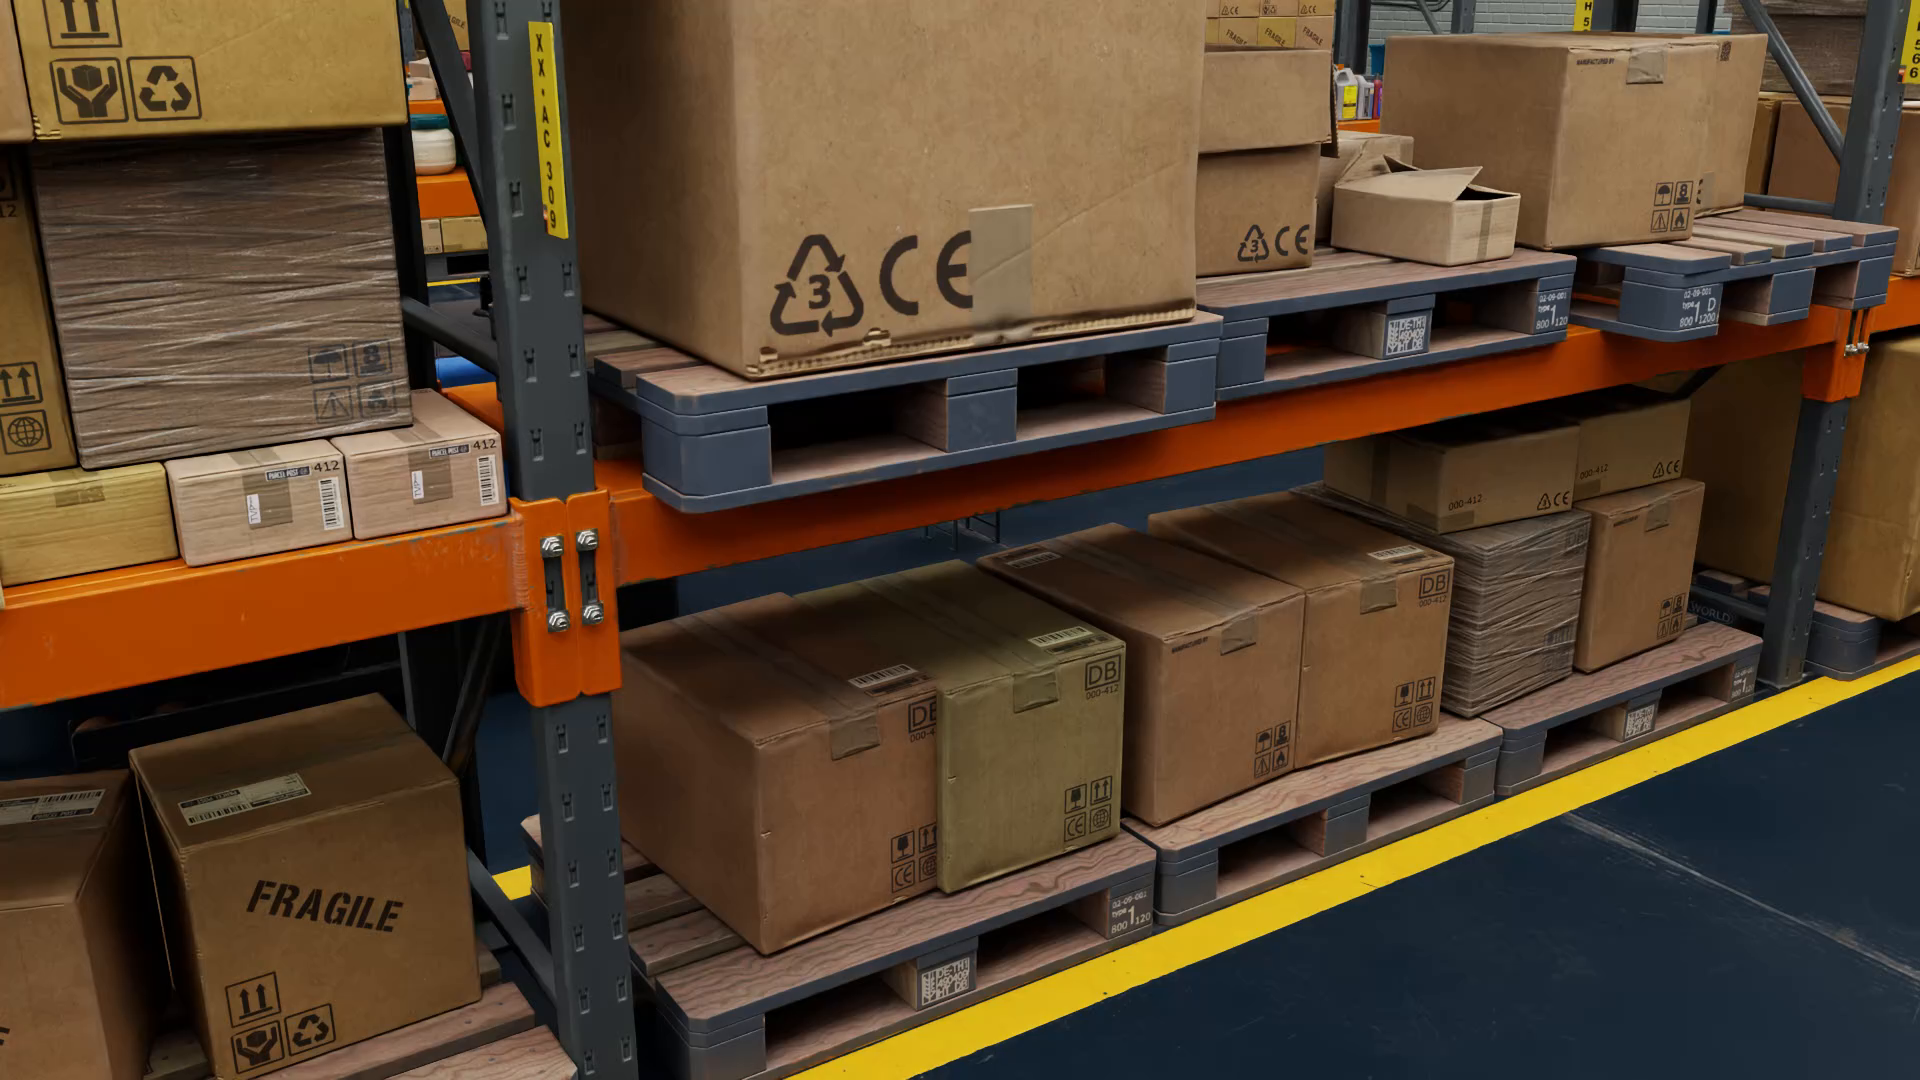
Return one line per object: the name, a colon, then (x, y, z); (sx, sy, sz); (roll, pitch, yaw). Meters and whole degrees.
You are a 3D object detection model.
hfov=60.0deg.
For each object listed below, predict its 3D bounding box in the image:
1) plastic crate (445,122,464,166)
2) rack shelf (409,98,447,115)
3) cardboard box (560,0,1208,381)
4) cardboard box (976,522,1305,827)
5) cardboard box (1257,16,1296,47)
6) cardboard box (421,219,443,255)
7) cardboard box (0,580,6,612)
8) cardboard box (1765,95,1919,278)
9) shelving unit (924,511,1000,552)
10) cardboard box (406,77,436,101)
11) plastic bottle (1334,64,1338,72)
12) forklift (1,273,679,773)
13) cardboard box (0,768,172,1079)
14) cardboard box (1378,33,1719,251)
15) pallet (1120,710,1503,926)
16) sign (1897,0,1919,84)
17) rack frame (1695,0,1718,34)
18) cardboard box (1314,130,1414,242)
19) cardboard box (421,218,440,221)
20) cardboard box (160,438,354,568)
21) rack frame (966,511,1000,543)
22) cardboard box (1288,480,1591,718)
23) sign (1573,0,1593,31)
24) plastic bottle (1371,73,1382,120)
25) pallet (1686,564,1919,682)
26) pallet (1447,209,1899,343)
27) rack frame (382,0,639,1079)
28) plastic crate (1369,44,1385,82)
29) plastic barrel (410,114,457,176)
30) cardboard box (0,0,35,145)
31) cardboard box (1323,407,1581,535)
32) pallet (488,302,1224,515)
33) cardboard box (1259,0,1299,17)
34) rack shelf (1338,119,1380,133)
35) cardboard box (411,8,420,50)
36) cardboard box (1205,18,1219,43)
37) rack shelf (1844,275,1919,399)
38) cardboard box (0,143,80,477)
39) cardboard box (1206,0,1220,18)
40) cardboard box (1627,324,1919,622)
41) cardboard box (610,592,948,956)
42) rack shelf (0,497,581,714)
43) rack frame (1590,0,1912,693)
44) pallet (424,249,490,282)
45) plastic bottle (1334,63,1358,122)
plastic crate: (-2.375, -1.981, 8.251); (0.662, 0.188, 0.450); (-12, 22, -31)
rack shelf: (-4.725, -3.036, 12.164); (4.000, 0.370, 1.077); (-12, 22, -31)
cardboard box: (-0.210, -0.960, 3.307); (1.000, 1.000, 1.000); (-12, 22, -31)
cardboard box: (0.450, 0.322, 4.326); (0.500, 0.500, 0.700); (-14, 23, -36)
cardboard box: (2.971, -4.941, 16.522); (0.500, 0.500, 0.500); (-12, 22, -31)
cardboard box: (-4.210, -2.288, 12.466); (0.500, 0.250, 0.500); (-11, 22, -30)
cardboard box: (-1.572, 0.005, 2.439); (0.250, 0.149, 0.380); (-12, 22, -31)
cardboard box: (2.946, -1.139, 5.274); (0.500, 0.500, 0.500); (-11, 22, -30)
shelving unit: (0.007, -0.428, 6.605); (0.210, 0.900, 0.258); (-12, 22, -31)
cardboard box: (-4.089, -3.370, 12.422); (0.250, 0.149, 0.380); (-10, 21, -27)
plastic bottle: (2.501, -3.102, 11.314); (0.185, 0.351, 0.144); (-12, 22, -31)
forklift: (-2.479, -0.908, 4.853); (3.031, 2.935, 1.130); (-11, 22, -30)
cardboard box: (-1.781, 0.774, 3.019); (0.500, 0.500, 0.500); (-5, 19, -14)
cardboard box: (1.550, -1.094, 4.485); (0.500, 0.500, 0.700); (-8, 20, -23)
pallet: (0.719, 0.593, 4.660); (1.213, 0.211, 1.003); (-12, 22, -31)
sign: (2.697, -1.446, 4.654); (0.005, 0.325, 0.100); (-12, 22, -31)
rack frame: (6.348, -3.813, 13.338); (0.127, 3.000, 1.000); (-12, 22, -31)
cardboard box: (0.864, -0.973, 4.517); (0.500, 0.250, 0.500); (-13, 22, -33)
cardboard box: (-4.210, -2.551, 12.370); (0.500, 0.311, 0.500); (-12, 22, -32)
cardboard box: (-1.182, -0.097, 2.740); (0.250, 0.149, 0.380); (-12, 22, -31)
rack frame: (0.092, -0.446, 6.658); (0.006, 0.900, 0.240); (-12, 22, -31)
cardboard box: (1.386, 0.122, 4.917); (0.500, 0.500, 0.700); (-14, 23, -36)
sign: (2.082, -1.775, 5.504); (0.005, 0.325, 0.100); (-12, 22, -31)
plastic bottle: (2.688, -2.844, 10.655); (0.133, 0.283, 0.061); (-12, 22, -31)
pallet: (3.090, 0.124, 6.049); (1.213, 0.211, 1.003); (-12, 22, -31)
pallet: (1.854, -0.834, 4.827); (1.003, 0.211, 1.213); (-12, 22, -31)
rack frame: (-0.950, -0.374, 3.168); (0.127, 3.000, 1.000); (-12, 22, -31)
plastic crate: (3.209, -3.302, 11.760); (0.575, 0.384, 0.392); (-12, 22, -31)
plastic barrel: (-2.485, -1.825, 7.677); (0.301, 0.262, 0.301); (0, 19, 0)
cardboard box: (-1.592, -0.795, 2.230); (0.500, 0.500, 0.500); (-12, 22, -31)
cardboard box: (1.410, -0.236, 4.804); (0.500, 0.250, 0.500); (-9, 21, -25)
pallet: (-0.232, -0.379, 3.481); (1.213, 0.211, 1.003); (-12, 22, -31)
cardboard box: (2.985, -5.418, 16.370); (0.500, 0.500, 0.500); (-11, 22, -30)
rack shelf: (1.337, -2.415, 10.328); (4.000, 0.370, 1.077); (-12, 22, -31)
cardboard box: (-5.533, -5.405, 17.396); (0.500, 0.500, 0.500); (-12, 22, -31)
cardboard box: (2.130, -4.766, 16.004); (0.500, 0.500, 0.500); (-12, 22, -32)
rack shelf: (4.061, -1.090, 6.409); (4.000, 0.370, 1.077); (-12, 22, -31)
cardboard box: (-1.797, -0.421, 2.686); (0.500, 0.500, 0.875); (-12, 22, -31)
cardboard box: (2.125, -5.235, 15.828); (0.500, 0.500, 0.500); (-11, 22, -30)
cardboard box: (2.978, -0.387, 5.868); (0.875, 0.875, 1.225); (-13, 23, -34)
cardboard box: (-0.426, 0.499, 3.800); (0.500, 0.500, 0.700); (-14, 23, -36)
rack shelf: (-2.621, 0.319, 2.241); (4.000, 0.370, 1.077); (-12, 22, -31)
rack frame: (2.390, -1.079, 5.252); (0.127, 3.000, 1.000); (-12, 22, -31)
pallet: (-3.764, -2.273, 13.140); (1.213, 0.211, 1.003); (-12, 22, -31)
plastic bottle: (2.419, -2.835, 10.524); (0.185, 0.351, 0.144); (-12, 22, -31)
